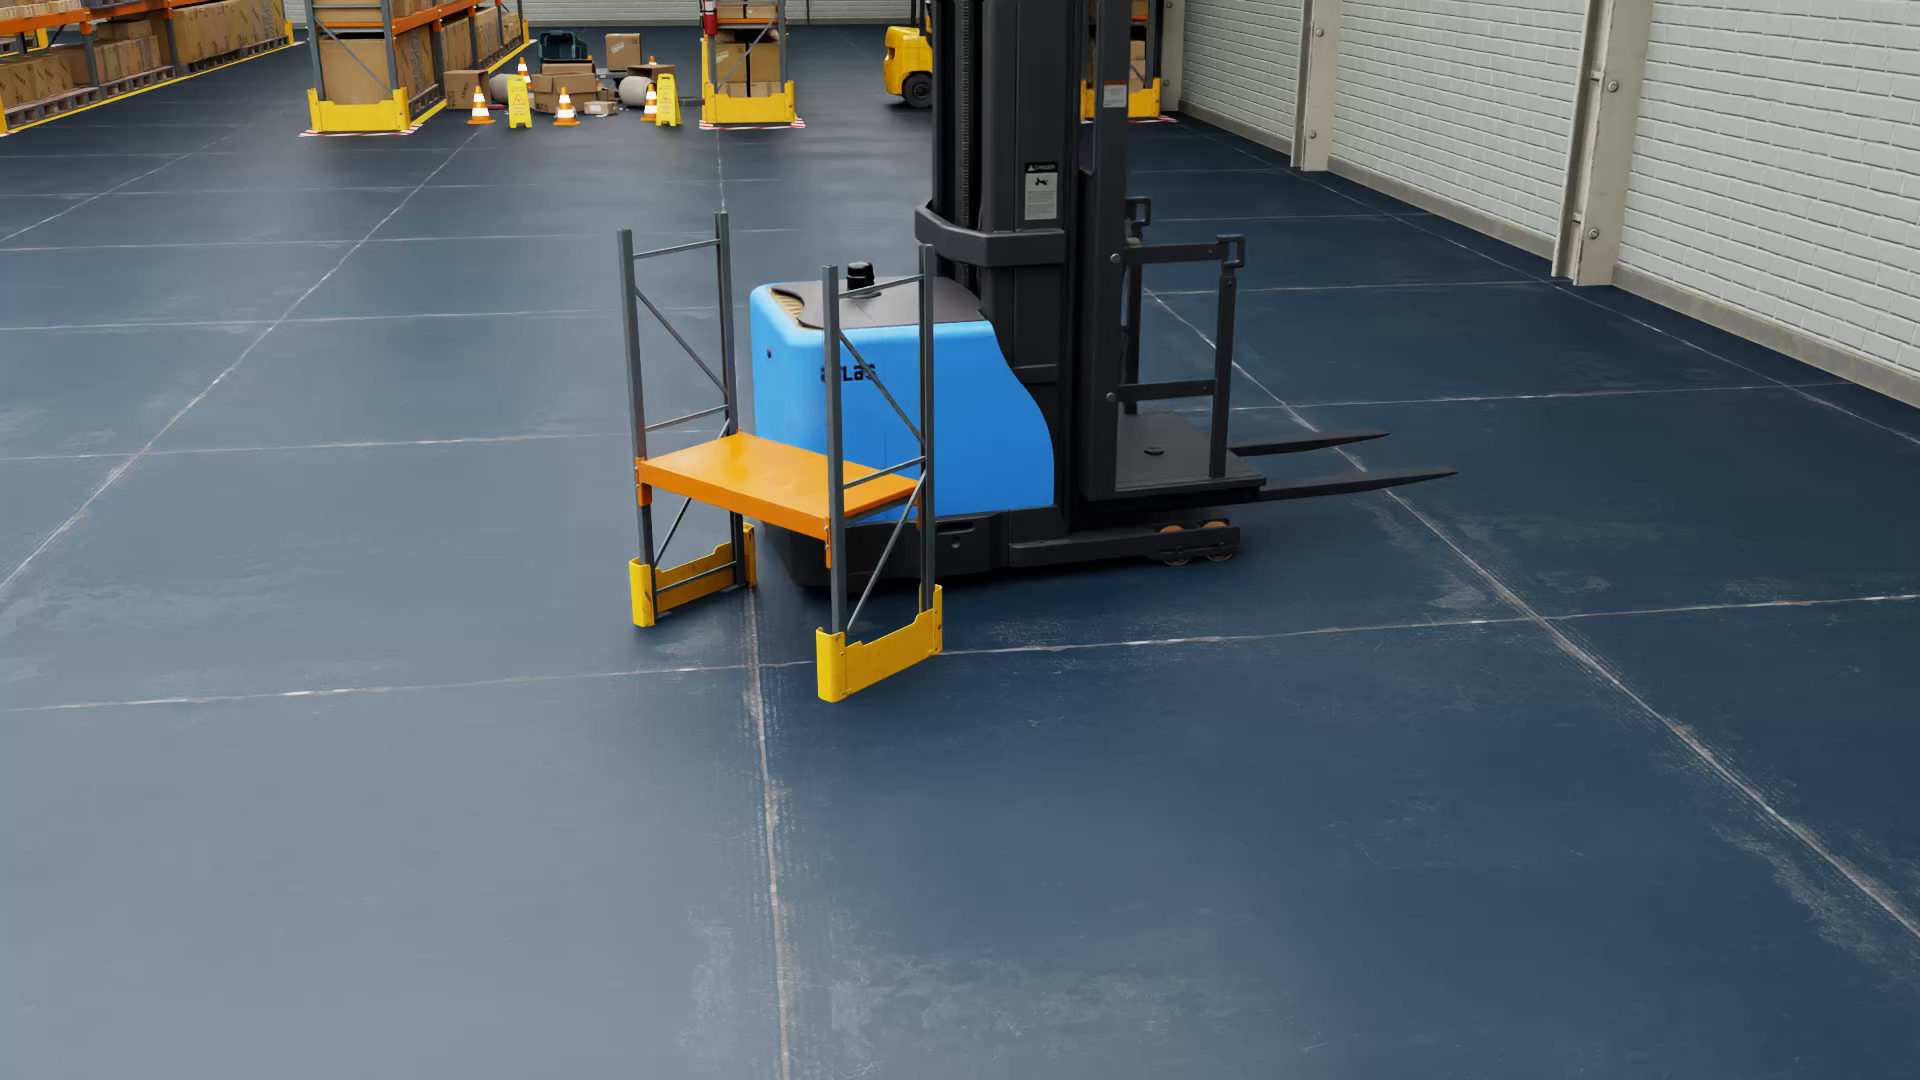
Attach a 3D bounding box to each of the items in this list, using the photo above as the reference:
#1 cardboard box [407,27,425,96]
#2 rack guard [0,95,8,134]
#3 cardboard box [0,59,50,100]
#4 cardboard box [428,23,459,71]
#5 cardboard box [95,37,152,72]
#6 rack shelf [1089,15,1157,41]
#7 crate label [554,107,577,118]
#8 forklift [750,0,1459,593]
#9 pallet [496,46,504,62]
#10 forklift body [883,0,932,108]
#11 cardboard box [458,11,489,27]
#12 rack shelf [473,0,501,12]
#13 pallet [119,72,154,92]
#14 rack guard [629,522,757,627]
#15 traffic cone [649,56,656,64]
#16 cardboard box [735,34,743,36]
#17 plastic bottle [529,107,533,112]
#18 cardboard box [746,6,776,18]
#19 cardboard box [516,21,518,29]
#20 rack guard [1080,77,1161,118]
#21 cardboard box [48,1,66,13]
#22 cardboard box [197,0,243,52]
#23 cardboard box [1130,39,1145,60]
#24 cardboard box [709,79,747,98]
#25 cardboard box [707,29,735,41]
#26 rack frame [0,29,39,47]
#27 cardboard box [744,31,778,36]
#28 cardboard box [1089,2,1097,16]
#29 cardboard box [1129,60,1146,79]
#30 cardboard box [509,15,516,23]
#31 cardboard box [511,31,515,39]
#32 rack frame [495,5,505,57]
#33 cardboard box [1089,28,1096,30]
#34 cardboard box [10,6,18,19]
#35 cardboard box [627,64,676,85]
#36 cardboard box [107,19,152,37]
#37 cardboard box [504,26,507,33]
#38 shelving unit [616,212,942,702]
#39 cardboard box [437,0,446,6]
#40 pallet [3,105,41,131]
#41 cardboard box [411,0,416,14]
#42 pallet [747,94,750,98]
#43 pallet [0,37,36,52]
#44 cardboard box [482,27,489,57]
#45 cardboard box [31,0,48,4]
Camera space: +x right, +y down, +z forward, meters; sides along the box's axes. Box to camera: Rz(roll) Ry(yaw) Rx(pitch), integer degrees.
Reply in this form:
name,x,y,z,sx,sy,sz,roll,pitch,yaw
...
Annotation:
name,x,y,z,sx,sy,sz,roll,pitch,yaw
cardboard box,-8.087,-6.734,23.394,0.875,0.875,0.875,-3,21,-7
rack guard,-12.600,-5.321,20.747,1.175,0.500,0.348,-3,21,-8
cardboard box,-12.890,-6.326,22.840,0.500,0.500,0.500,-5,21,-13
cardboard box,-8.556,-7.753,26.301,1.050,0.750,0.750,-3,21,-8
cardboard box,-13.533,-7.848,26.885,0.700,0.500,0.500,-5,21,-12
rack shelf,1.841,-7.572,24.231,1.077,0.370,4.000,-3,21,-8
crate label,-5.345,-5.803,22.558,0.250,0.136,0.298,-15,25,-35
forklift,0.674,-1.436,6.872,3.031,2.935,1.130,-6,21,-15
pallet,-9.282,-9.259,31.706,1.003,0.211,1.213,-3,21,-8
forklift body,0.051,-7.384,23.911,2.313,2.155,1.214,-3,21,-8
cardboard box,-8.811,-9.426,30.066,0.500,0.250,0.500,-3,21,-7
rack shelf,-9.107,-9.806,30.211,1.077,0.370,4.000,-3,21,-8
pallet,-13.458,-7.237,26.290,1.003,0.211,1.213,-3,21,-8
rack guard,-1.037,0.131,6.508,0.087,0.250,0.587,17,26,37
traffic cone,-4.923,-7.520,26.690,0.336,0.463,0.334,-3,21,-8
cardboard box,-3.379,-7.028,24.003,0.500,0.500,0.500,-2,21,-5
plastic bottle,-6.088,-6.033,23.281,0.133,0.061,0.283,-11,23,-26
cardboard box,-2.626,-6.975,21.964,0.380,0.149,0.250,-3,21,-8
cardboard box,-9.537,-10.872,35.088,0.380,0.149,0.250,-4,21,-10
rack guard,2.133,-6.037,22.666,1.175,0.500,0.348,-3,21,-8
cardboard box,-12.694,-7.415,23.142,0.380,0.149,0.250,-3,21,-8
cardboard box,-14.206,-9.601,31.071,1.225,0.875,0.875,-3,21,-8
cardboard box,2.247,-6.770,22.955,0.500,0.250,0.500,-3,21,-9
cardboard box,-3.168,-6.148,22.720,0.500,0.250,0.500,-3,21,-8
cardboard box,-3.275,-6.917,22.779,0.380,0.149,0.250,-2,21,-6
rack frame,-19.796,-11.755,34.402,1.000,3.000,0.127,-3,21,-8
cardboard box,-2.933,-7.243,24.578,0.500,0.500,0.500,-3,21,-7
cardboard box,1.798,-7.421,22.654,0.500,0.500,0.500,-3,21,-9
cardboard box,2.267,-6.533,23.035,0.500,0.250,0.500,-3,21,-7
cardboard box,-9.434,-10.833,34.558,0.380,0.149,0.250,-2,21,-6
cardboard box,-9.433,-10.464,34.420,0.380,0.149,0.250,-3,21,-7
rack frame,-9.396,-10.835,31.939,1.000,3.000,0.127,-3,21,-8
cardboard box,1.903,-7.643,25.294,0.500,0.250,0.500,-3,21,-9
cardboard box,-12.581,-6.891,21.737,0.380,0.149,0.250,-3,21,-8
cardboard box,-4.551,-6.741,24.545,0.500,0.500,0.500,12,24,29
cardboard box,-13.616,-8.391,27.267,0.500,0.250,0.500,-2,21,-6
cardboard box,-9.380,-10.333,33.644,0.380,0.149,0.250,-2,21,-5
shelving unit,-0.657,-0.342,5.987,1.083,1.500,0.587,17,26,37
cardboard box,-8.052,-8.308,25.030,0.500,0.500,0.500,-3,21,-7
pallet,-12.682,-5.468,21.555,1.003,0.211,1.213,-3,21,-8
cardboard box,-7.939,-7.448,22.656,0.875,0.550,0.500,-3,21,-8
pallet,-2.875,-5.968,22.894,1.003,0.211,1.213,-3,21,-8
pallet,-19.716,-10.161,34.121,1.003,0.211,1.213,-3,21,-8
cardboard box,-8.744,-8.908,29.751,0.500,0.500,0.500,-3,21,-7
cardboard box,-12.953,-7.534,22.534,0.875,0.500,0.500,-3,21,-8
